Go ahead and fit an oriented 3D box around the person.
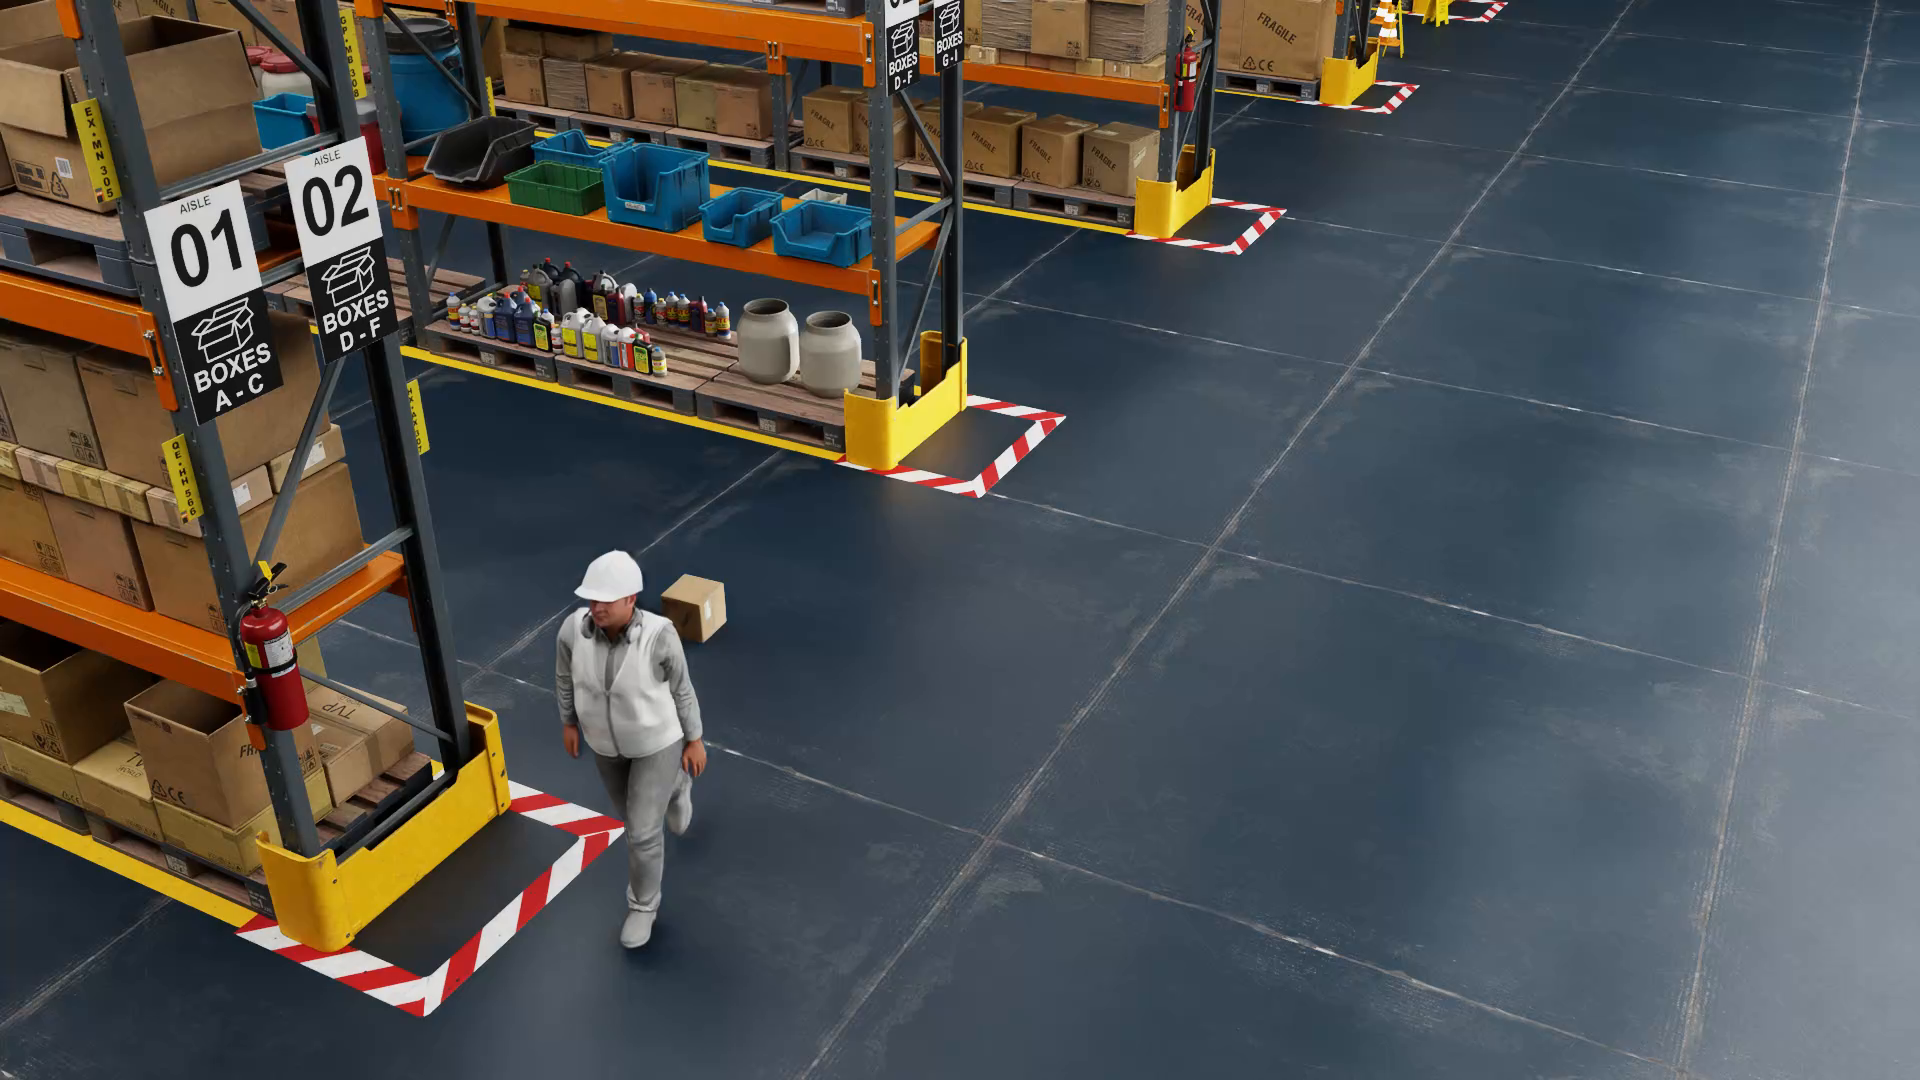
[{"bbox_3d":[-1.360,0.764,6.950,0.618,1.729,0.951,7,30,11],"label":"person"}]
